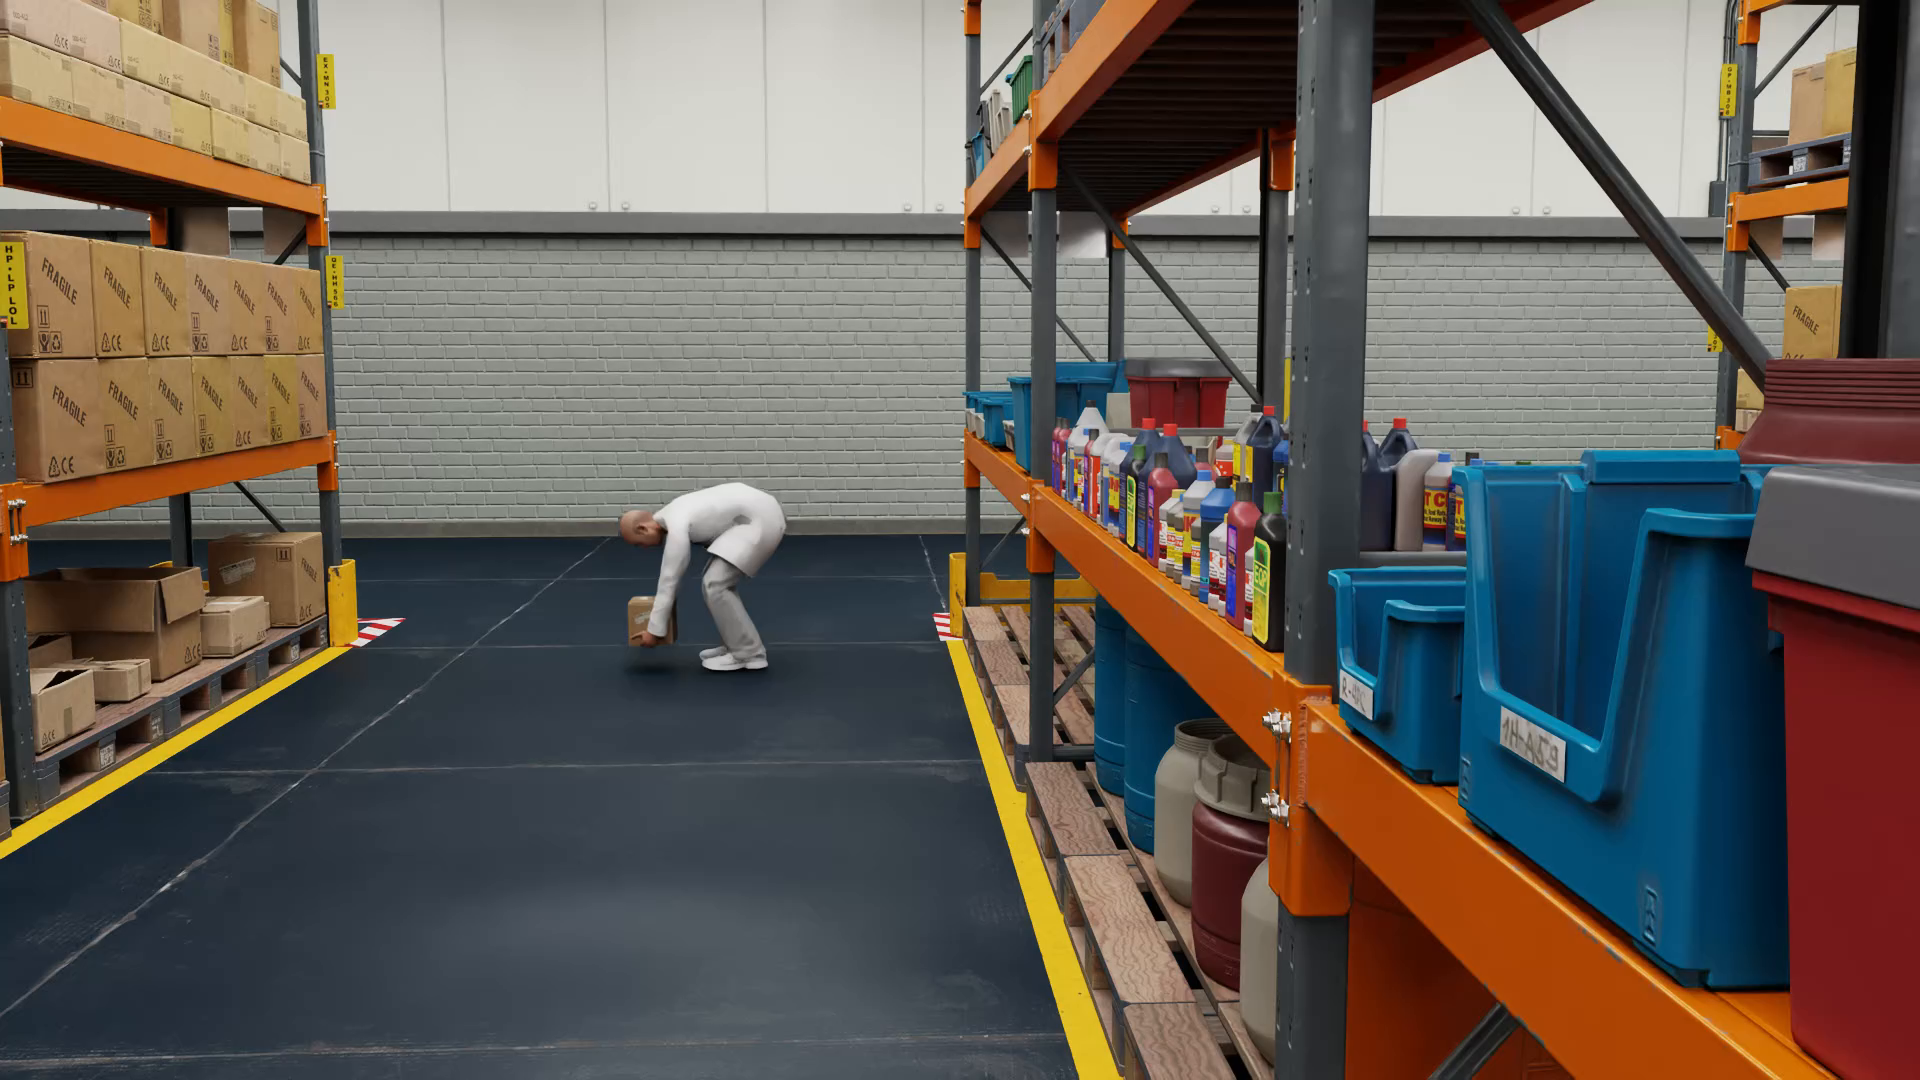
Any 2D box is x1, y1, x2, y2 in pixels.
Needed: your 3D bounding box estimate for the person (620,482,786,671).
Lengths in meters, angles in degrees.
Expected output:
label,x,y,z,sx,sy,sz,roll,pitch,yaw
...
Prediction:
label,x,y,z,sx,sy,sz,roll,pitch,yaw
person,-1.476,0.205,9.600,0.947,1.065,0.580,-1,7,-6
